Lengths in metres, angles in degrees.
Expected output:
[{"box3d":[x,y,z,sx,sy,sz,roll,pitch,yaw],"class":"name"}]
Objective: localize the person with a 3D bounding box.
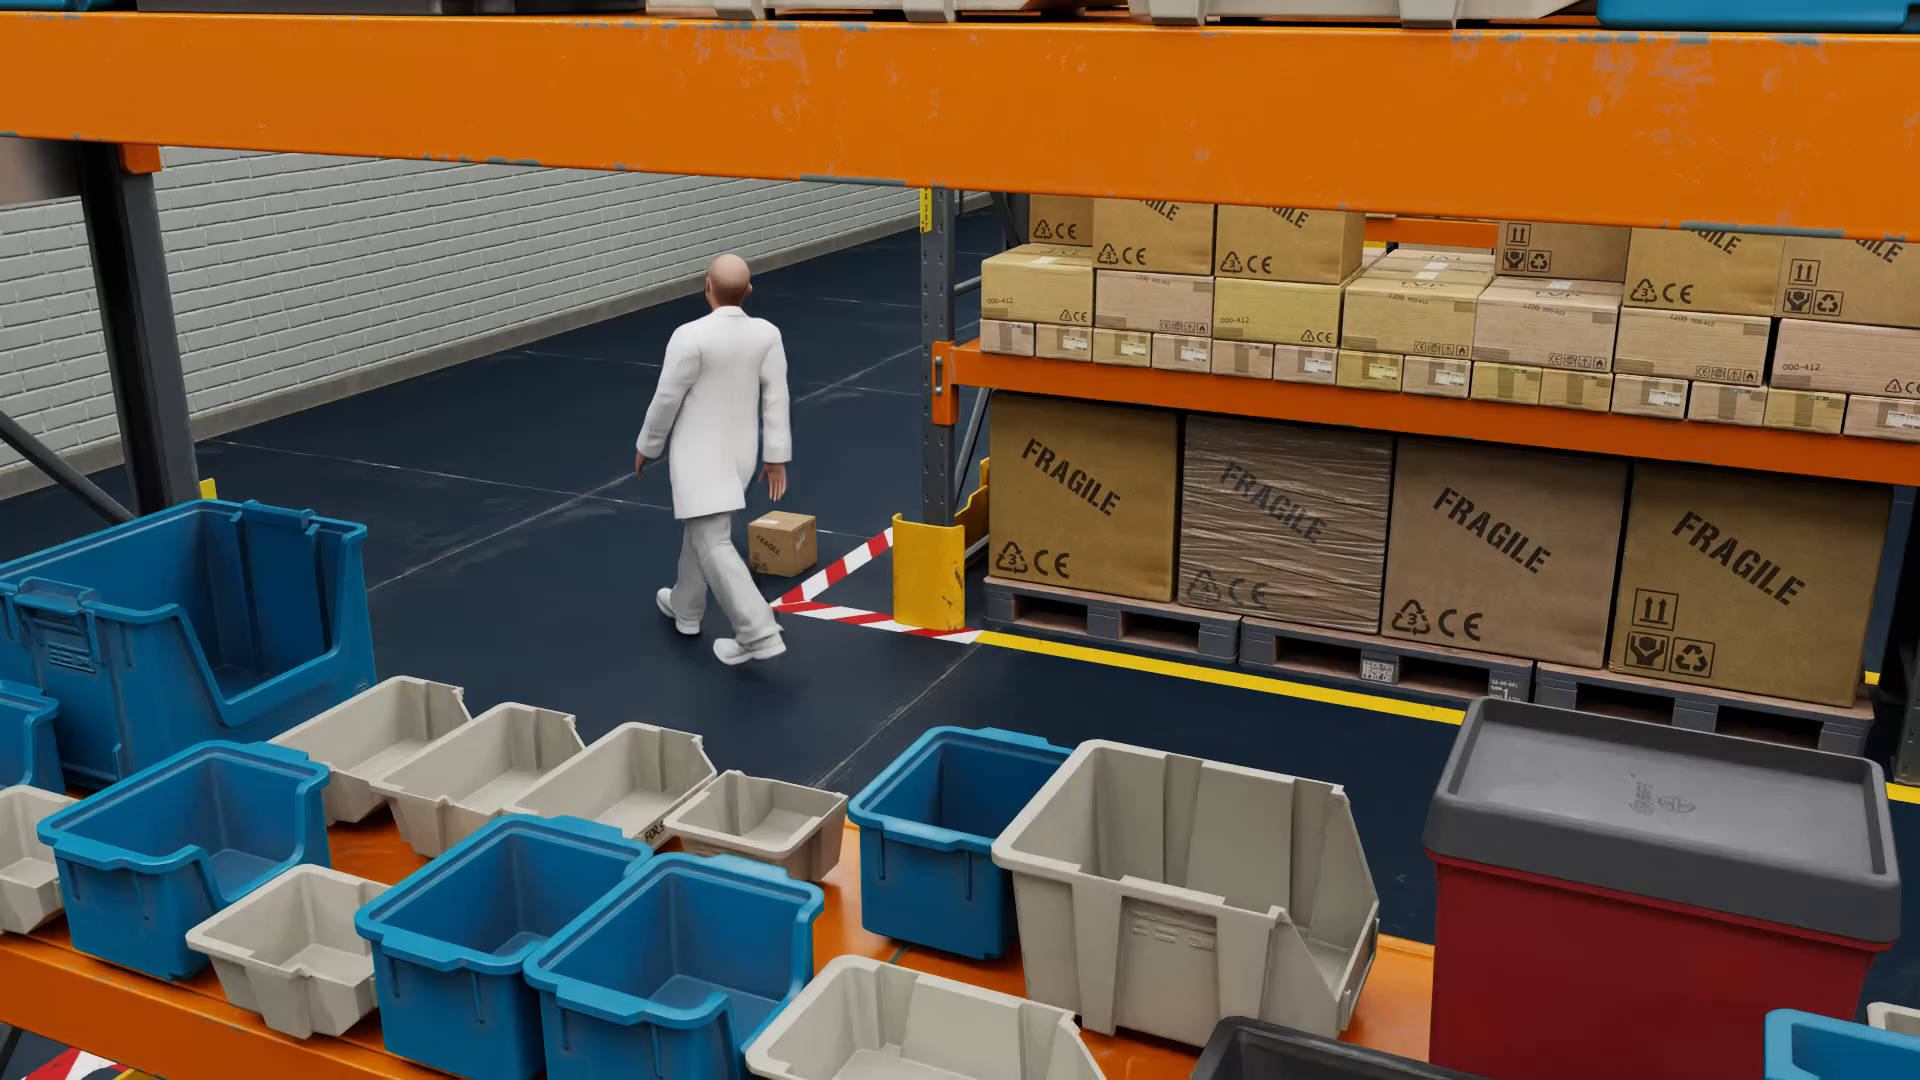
[{"box3d":[-1.054,-0.356,7.150,0.594,1.732,1.076,-18,26,-42],"class":"person"}]
